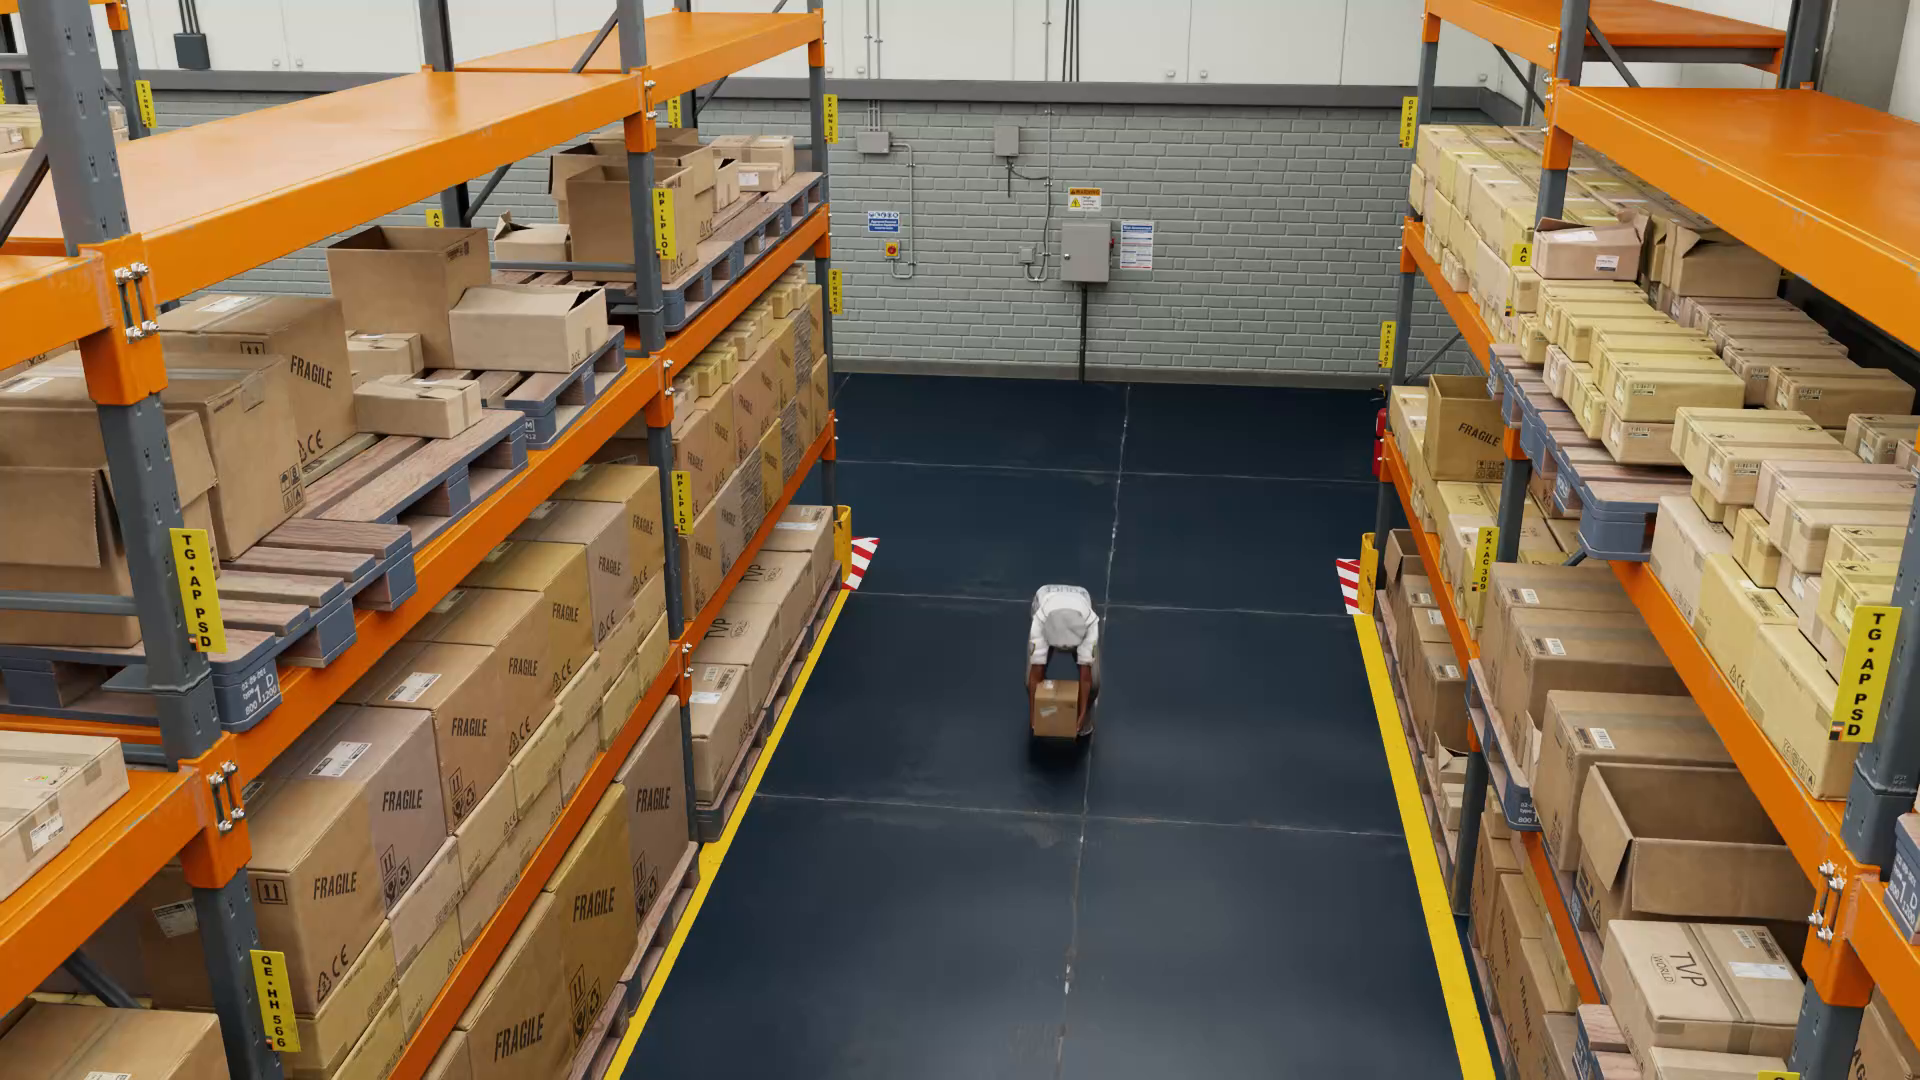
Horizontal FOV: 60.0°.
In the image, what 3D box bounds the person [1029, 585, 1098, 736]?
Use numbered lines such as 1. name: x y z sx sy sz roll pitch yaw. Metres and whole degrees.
1. person: 0.618 0.780 9.981 0.407 1.015 0.800 1 21 4
